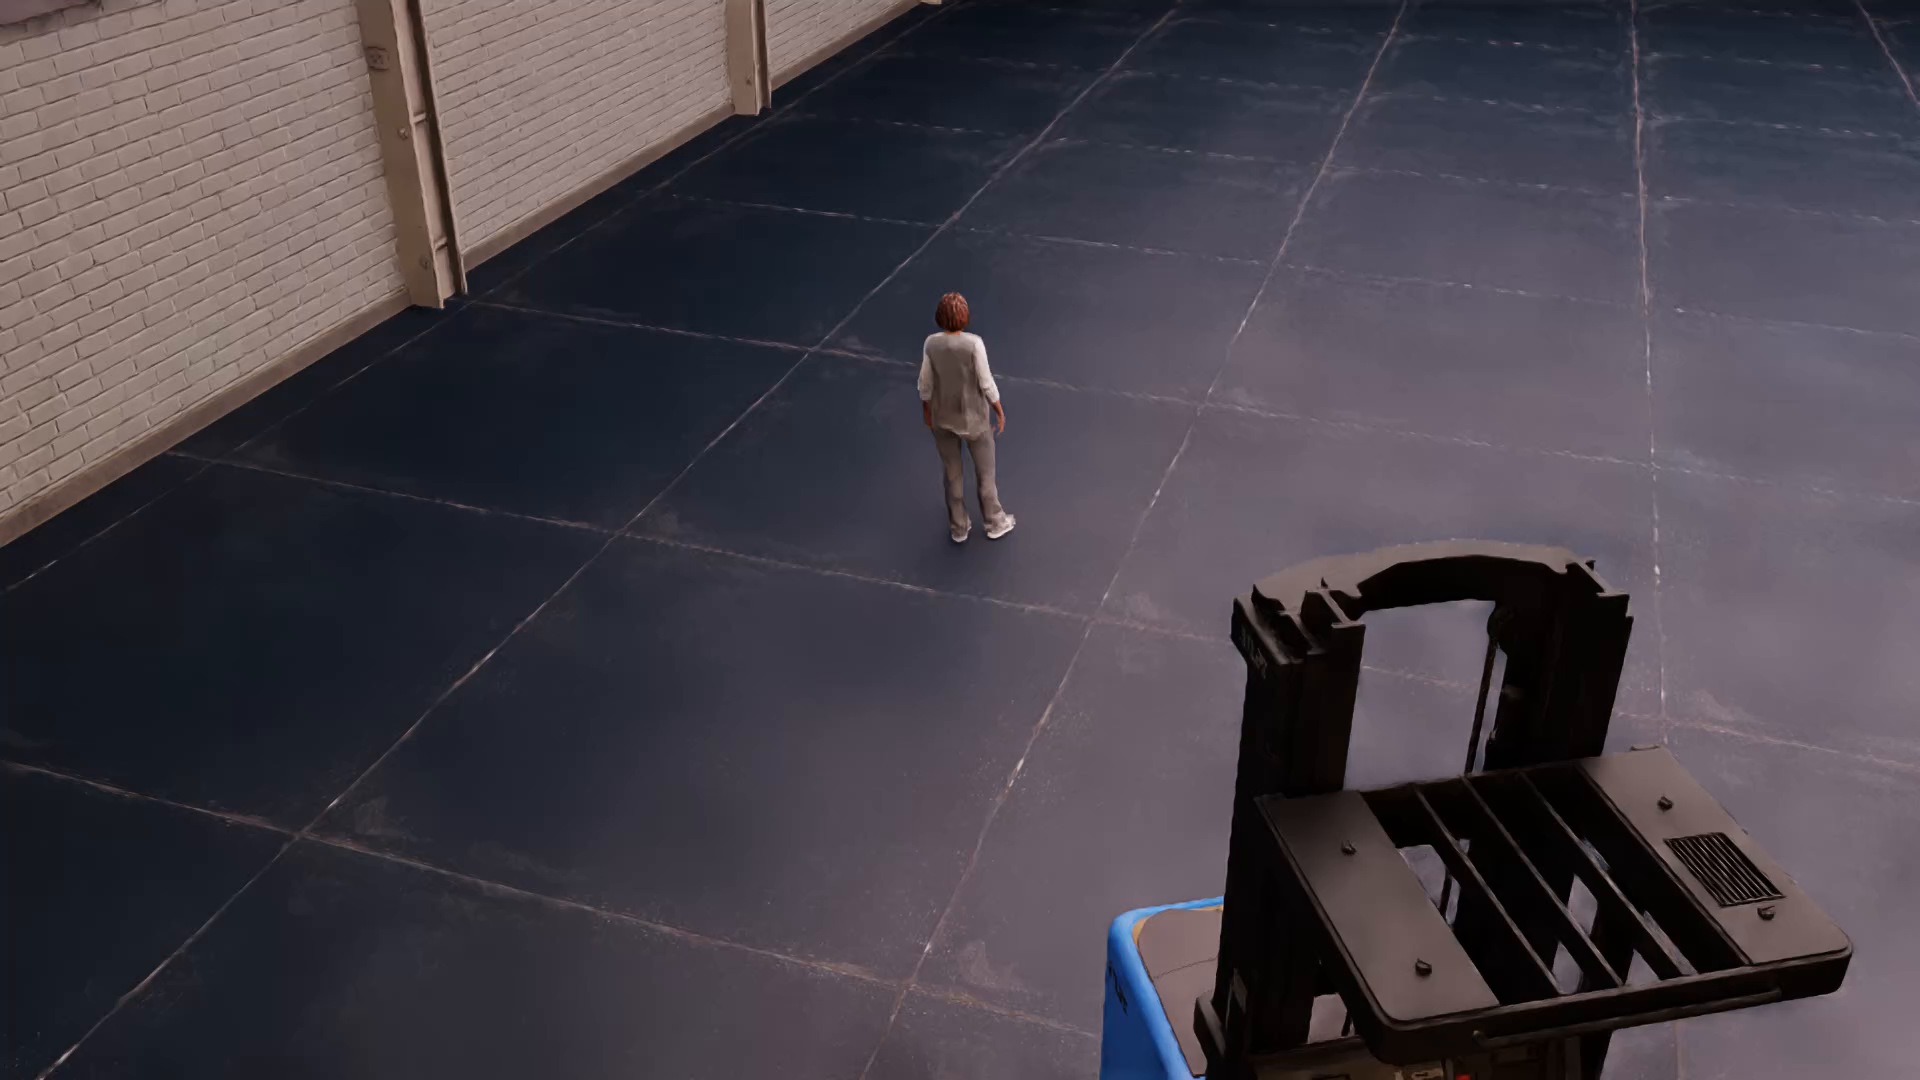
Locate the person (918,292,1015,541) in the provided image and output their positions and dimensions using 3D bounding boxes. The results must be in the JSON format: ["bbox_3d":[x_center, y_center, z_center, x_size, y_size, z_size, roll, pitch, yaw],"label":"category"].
[{"bbox_3d":[0.037,-0.732,9.754,0.521,1.597,0.474,10,31,16],"label":"person"}]

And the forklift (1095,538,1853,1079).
[{"bbox_3d":[1.294,1.599,4.331,1.130,2.935,3.031,-6,30,-10],"label":"forklift"}]
